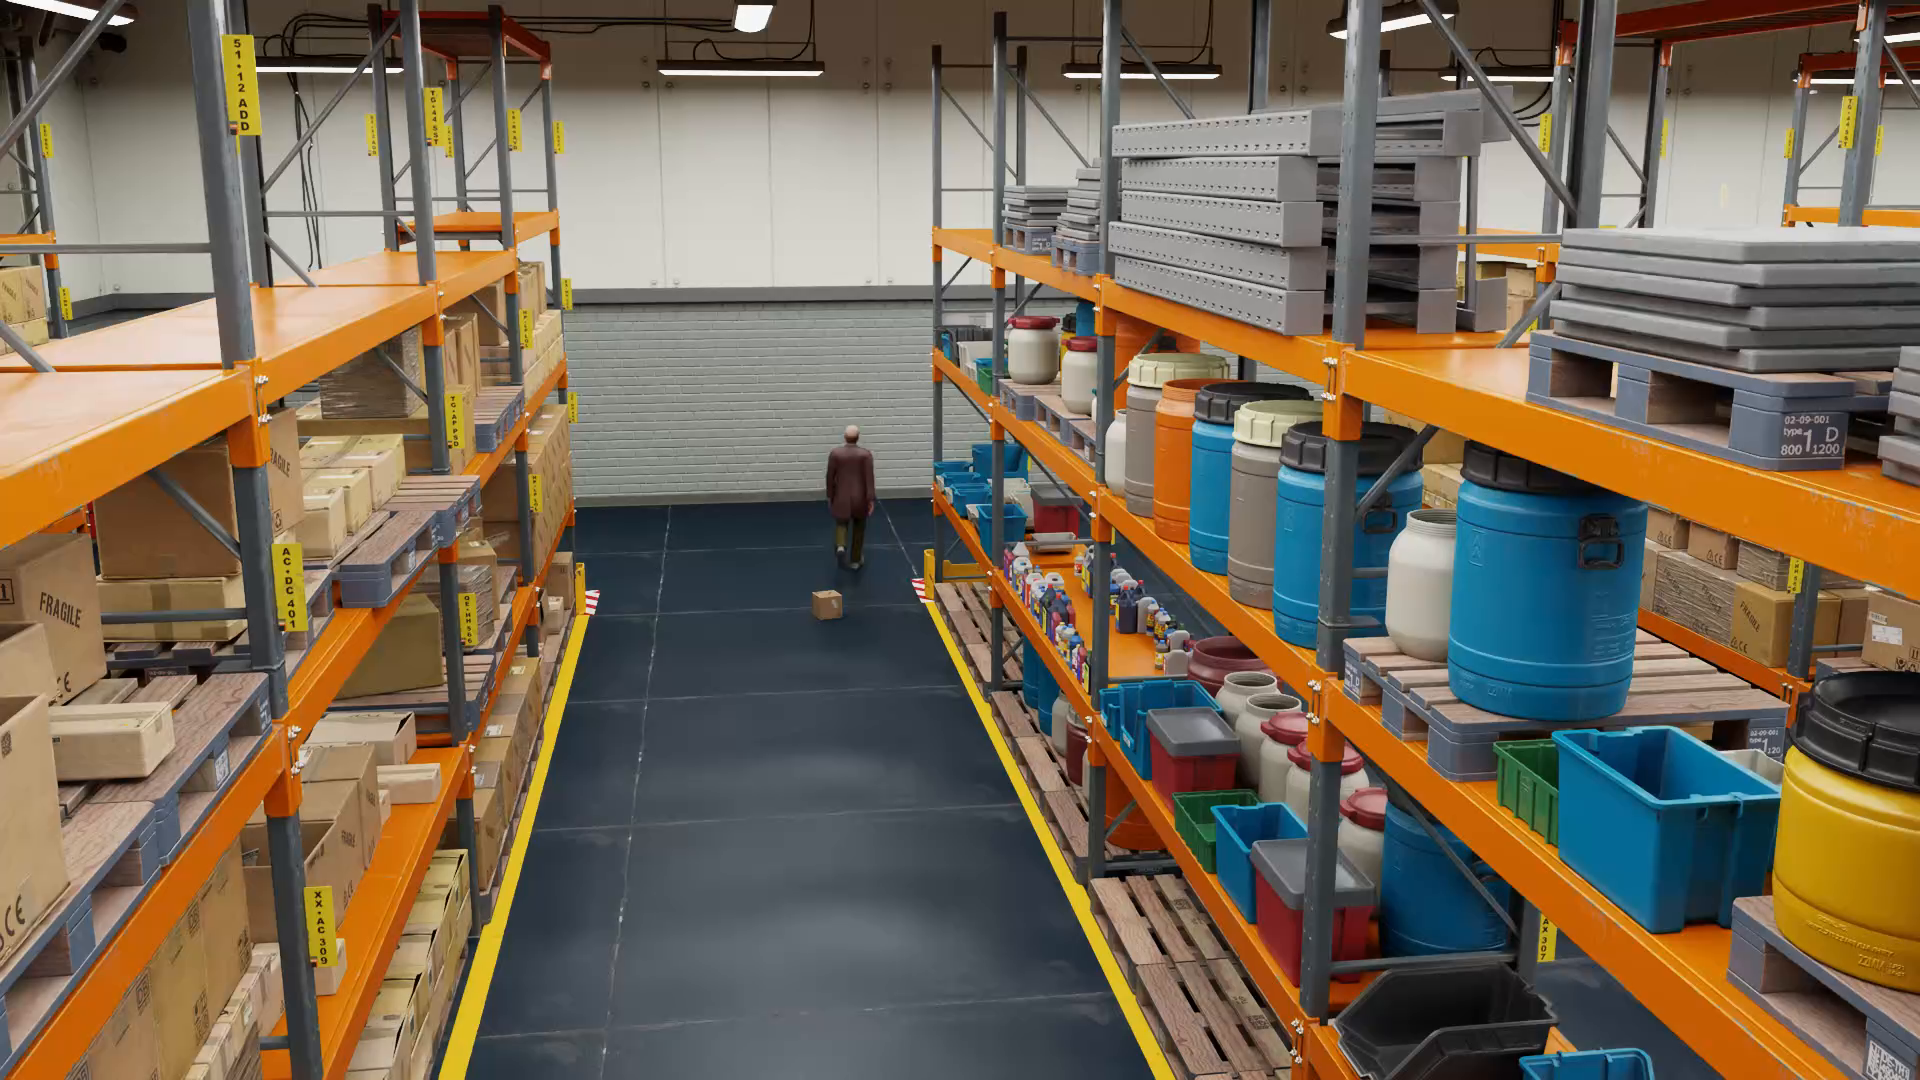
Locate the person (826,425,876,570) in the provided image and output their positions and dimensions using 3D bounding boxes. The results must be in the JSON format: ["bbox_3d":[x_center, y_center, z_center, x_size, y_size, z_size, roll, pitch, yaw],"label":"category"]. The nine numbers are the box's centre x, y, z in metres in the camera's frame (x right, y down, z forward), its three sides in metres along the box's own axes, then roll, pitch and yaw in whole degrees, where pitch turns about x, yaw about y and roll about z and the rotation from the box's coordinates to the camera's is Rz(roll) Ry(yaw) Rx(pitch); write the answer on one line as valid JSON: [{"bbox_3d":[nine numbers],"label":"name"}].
[{"bbox_3d":[-1.302,-0.492,19.764,0.602,1.752,0.860,1,13,4],"label":"person"}]
